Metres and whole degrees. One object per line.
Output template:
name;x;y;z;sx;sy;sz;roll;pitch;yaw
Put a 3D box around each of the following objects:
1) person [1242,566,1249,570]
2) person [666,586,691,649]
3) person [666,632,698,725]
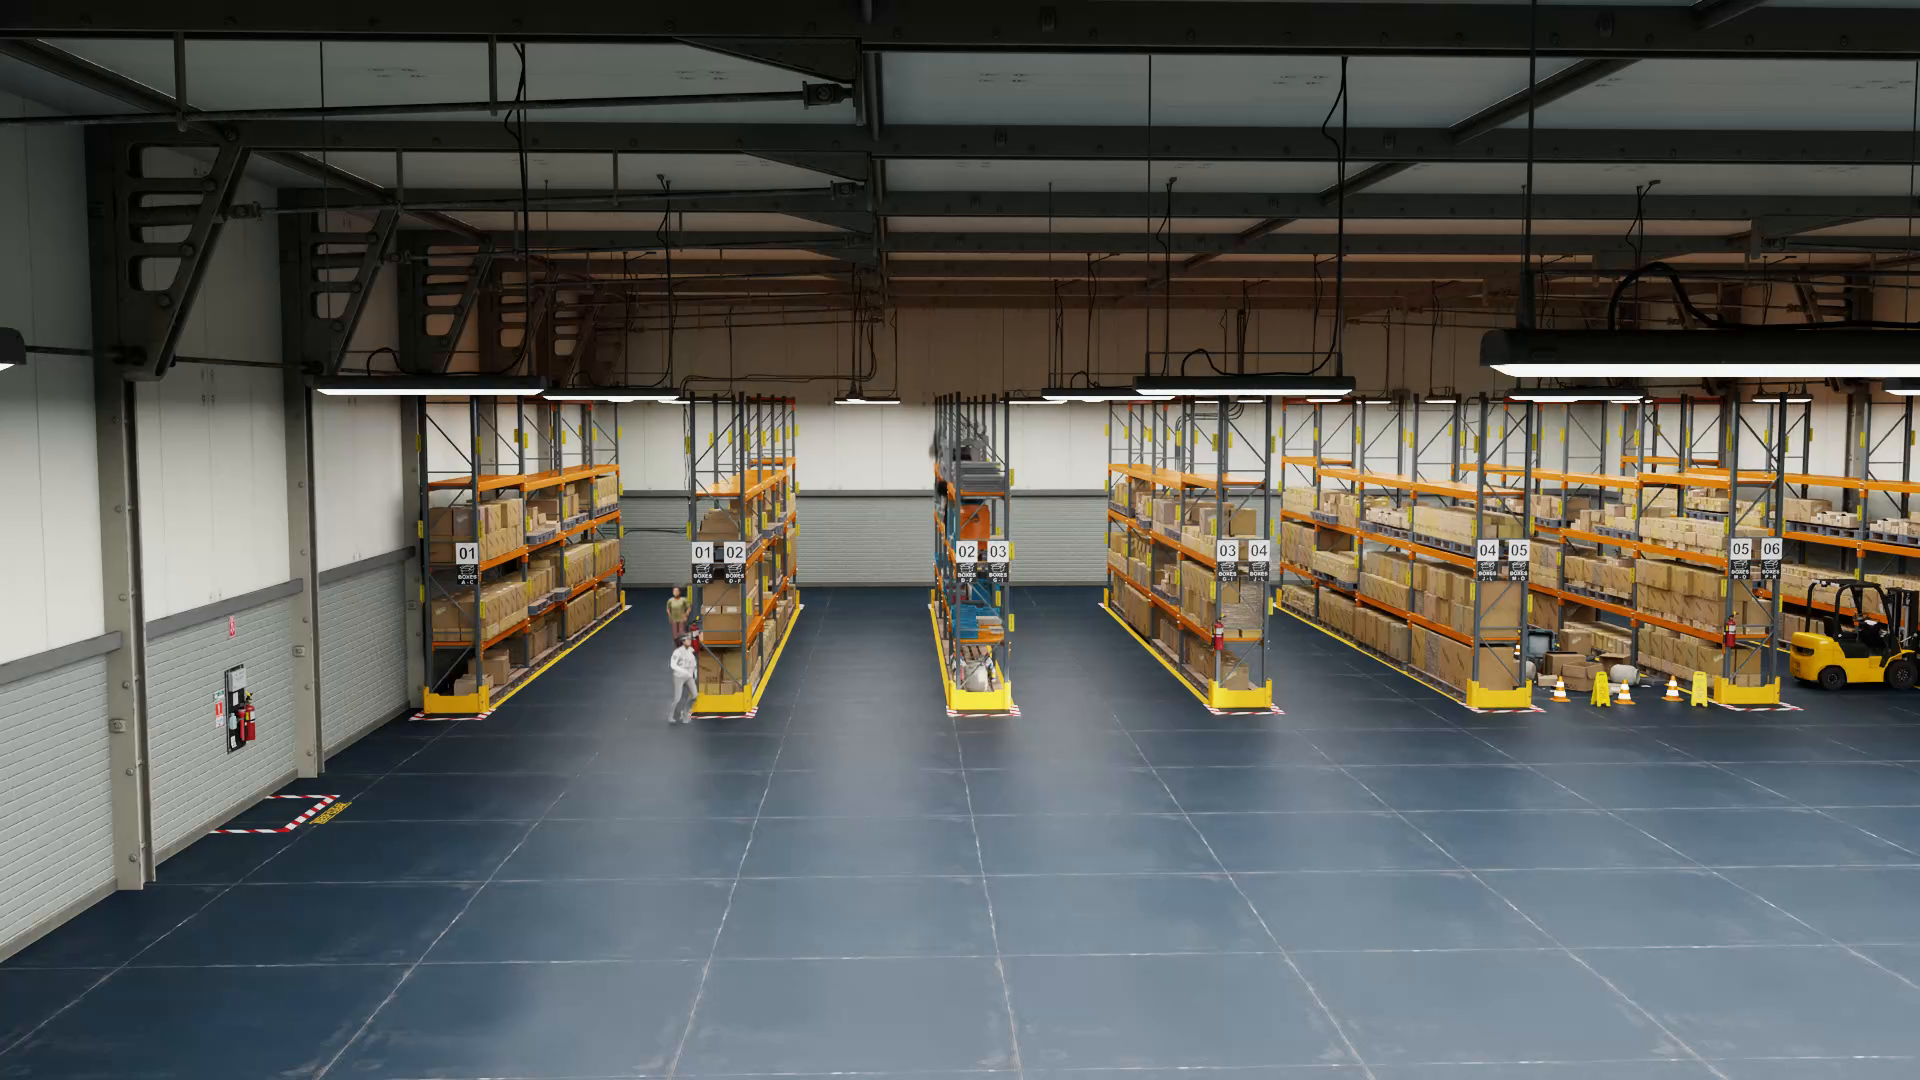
person;8.195;1.143;47.666;0.558;1.555;0.547;2;5;21
person;-6.427;1.868;37.872;0.556;1.623;0.520;0;5;0
person;-4.955;2.497;30.018;0.667;1.685;0.628;-4;6;-44
